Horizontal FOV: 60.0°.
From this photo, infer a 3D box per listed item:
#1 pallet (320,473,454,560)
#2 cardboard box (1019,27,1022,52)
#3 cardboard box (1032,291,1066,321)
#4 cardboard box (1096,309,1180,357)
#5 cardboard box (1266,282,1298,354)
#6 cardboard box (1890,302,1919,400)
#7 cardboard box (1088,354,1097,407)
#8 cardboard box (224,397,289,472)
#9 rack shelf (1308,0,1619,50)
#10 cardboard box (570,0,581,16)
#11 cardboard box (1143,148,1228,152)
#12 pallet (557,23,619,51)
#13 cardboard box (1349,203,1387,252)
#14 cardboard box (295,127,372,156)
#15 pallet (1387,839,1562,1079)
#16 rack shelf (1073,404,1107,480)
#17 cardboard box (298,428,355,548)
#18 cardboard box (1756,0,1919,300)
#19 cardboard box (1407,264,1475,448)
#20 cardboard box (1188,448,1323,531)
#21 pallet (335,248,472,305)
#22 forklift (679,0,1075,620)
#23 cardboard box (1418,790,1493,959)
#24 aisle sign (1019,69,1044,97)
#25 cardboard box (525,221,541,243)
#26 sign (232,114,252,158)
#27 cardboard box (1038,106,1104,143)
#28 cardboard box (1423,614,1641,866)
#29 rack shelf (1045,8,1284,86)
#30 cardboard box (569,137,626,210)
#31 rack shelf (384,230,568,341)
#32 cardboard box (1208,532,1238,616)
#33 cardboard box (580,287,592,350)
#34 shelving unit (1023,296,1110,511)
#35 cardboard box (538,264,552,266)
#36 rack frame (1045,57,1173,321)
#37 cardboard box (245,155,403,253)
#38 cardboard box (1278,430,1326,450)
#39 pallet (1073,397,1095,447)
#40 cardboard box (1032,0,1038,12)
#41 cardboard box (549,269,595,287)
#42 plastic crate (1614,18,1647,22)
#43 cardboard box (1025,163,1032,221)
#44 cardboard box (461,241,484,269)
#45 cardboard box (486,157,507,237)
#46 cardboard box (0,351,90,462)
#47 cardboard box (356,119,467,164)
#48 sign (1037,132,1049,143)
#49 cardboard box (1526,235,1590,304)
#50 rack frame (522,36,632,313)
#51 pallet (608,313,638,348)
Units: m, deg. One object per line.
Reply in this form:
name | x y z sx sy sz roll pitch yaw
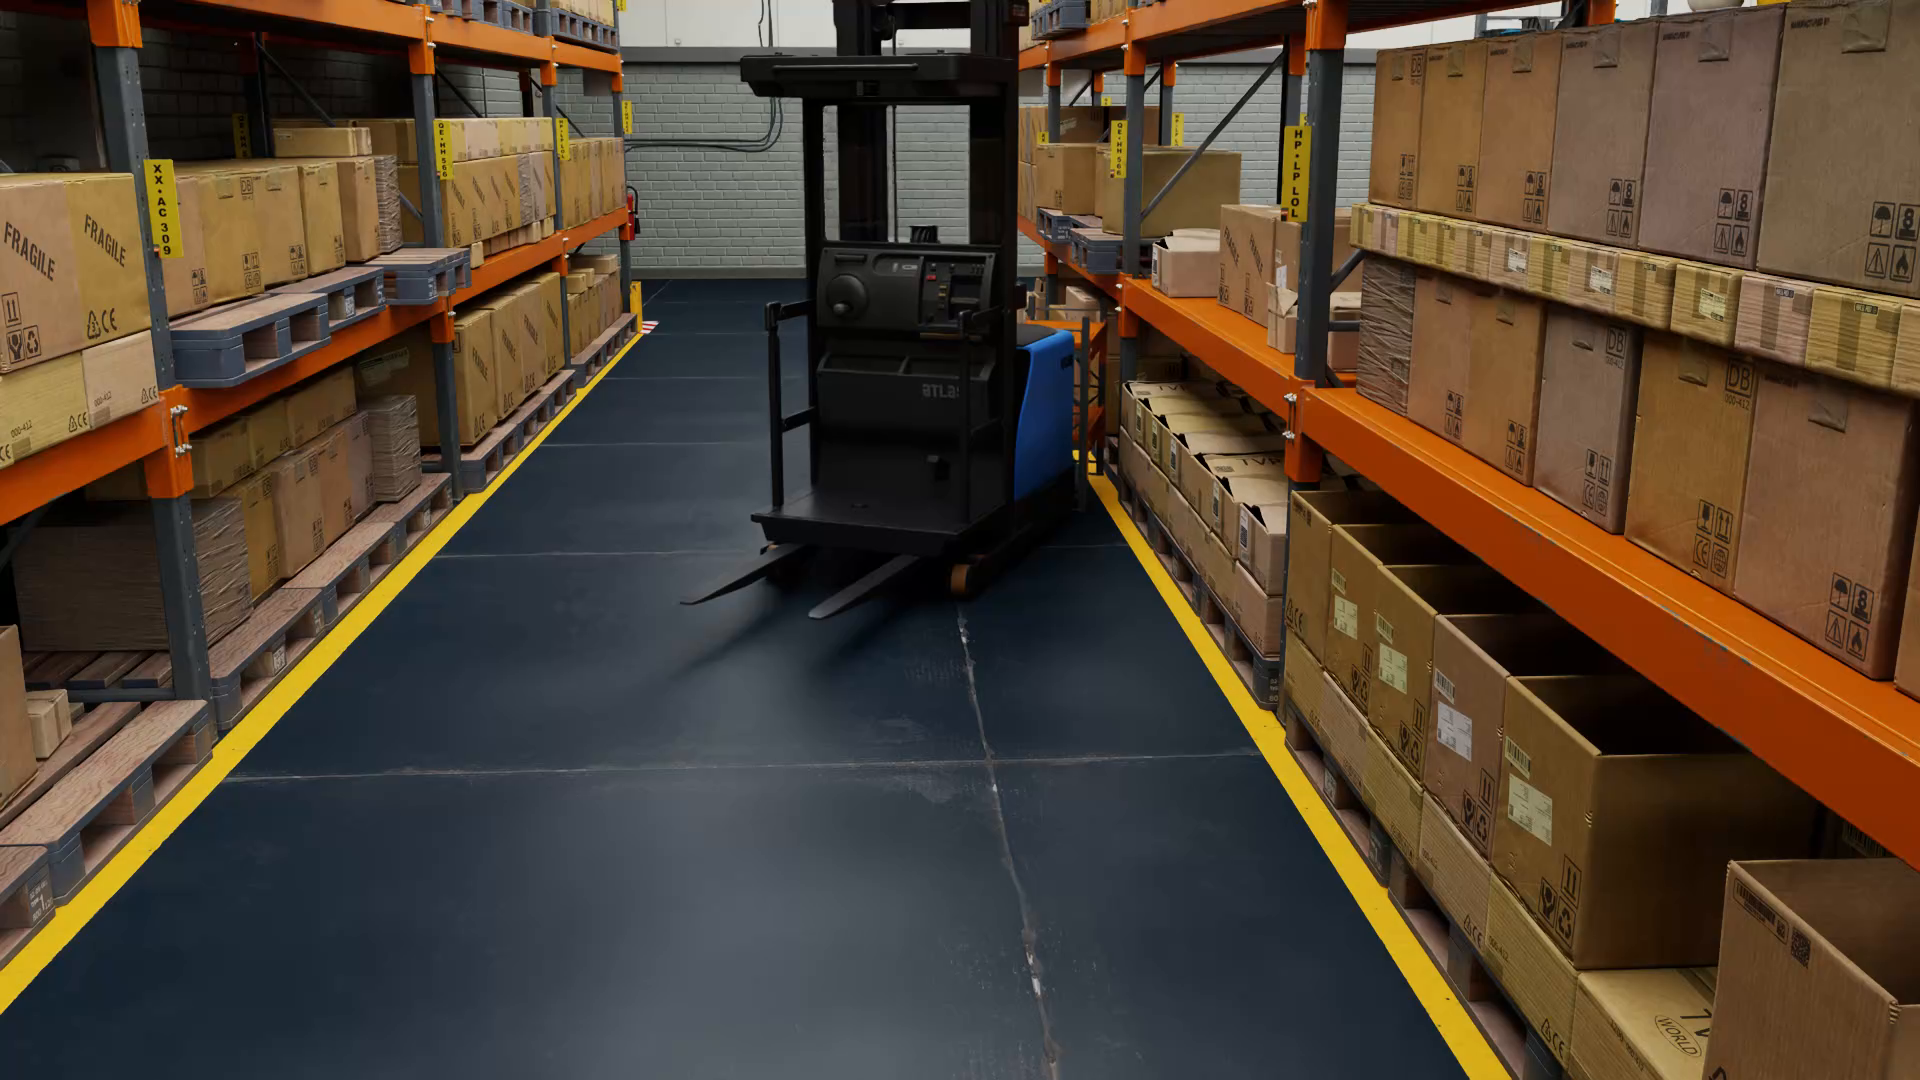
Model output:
pallet | -3.430 -0.136 9.130 1.003 0.211 1.213 -1 14 -3
cardboard box | 0.800 -4.747 15.738 0.500 0.250 0.500 -1 14 -3
cardboard box | 0.901 -1.893 14.496 0.500 0.500 0.500 -1 14 -3
cardboard box | 1.167 -1.367 10.946 0.500 0.250 0.500 0 14 -1
cardboard box | 1.477 -0.914 6.828 0.396 0.266 0.258 -1 14 -5
cardboard box | 1.732 -0.288 2.624 0.380 0.149 0.250 -1 14 -2
cardboard box | 1.143 -1.118 11.486 0.500 0.500 0.500 -1 14 -5
cardboard box | -3.358 -0.473 7.474 0.500 0.250 0.500 -1 14 -5
rack shelf | 1.839 -1.370 3.755 1.077 0.370 4.000 -1 14 -3
cardboard box | -3.521 -4.610 14.162 0.500 0.250 0.500 -1 14 -5
cardboard box | 1.450 -2.395 11.272 0.700 0.500 0.500 2 15 7
pallet | -3.916 -4.896 16.192 1.003 0.211 1.213 -1 14 -3
cardboard box | 1.539 -1.056 5.608 0.380 0.149 0.250 -1 14 -4
cardboard box | -3.425 -2.171 9.059 0.380 0.149 0.250 -3 15 -11
pallet | 1.801 1.090 4.367 1.003 0.211 1.213 -1 14 -3
rack shelf | 0.579 -0.619 10.150 0.538 0.278 1.000 3 15 10
cardboard box | -3.405 -0.252 8.119 0.700 0.500 0.500 -1 14 -4
cardboard box | 1.906 -0.705 2.943 0.700 0.500 0.500 -1 14 -5
cardboard box | 1.788 -0.570 5.022 0.700 0.500 0.500 -1 14 -4
cardboard box | 1.337 -0.256 7.552 0.500 0.311 0.500 -1 14 -4
pallet | -3.326 -1.412 8.880 1.213 0.211 1.003 -1 14 -3
forklift | -0.347 -1.260 8.042 1.130 2.935 3.031 5 15 20
cardboard box | 1.530 0.858 4.346 0.500 0.250 0.500 -1 14 -3
aisle sign | 0.674 -5.019 17.296 0.394 0.787 0.004 -1 14 -3
cardboard box | -3.336 -2.291 12.376 0.380 0.149 0.250 -1 14 -3
sign | -4.030 -2.232 9.358 0.100 0.325 0.005 -1 14 -3
cardboard box | 0.930 -3.407 14.042 0.500 0.500 0.500 -1 14 -3
cardboard box | 1.527 0.495 4.253 0.500 0.500 0.500 -1 14 -3
rack shelf | 1.343 -3.360 11.488 1.077 0.370 4.000 -1 14 -3
cardboard box | -3.931 -3.689 16.741 0.980 0.700 0.700 0 14 -1
rack shelf | -3.600 -1.830 11.561 1.077 0.370 4.000 -1 14 -3
cardboard box | 1.371 0.141 7.136 0.500 0.250 0.500 -1 14 -4
cardboard box | -3.696 -1.981 14.879 0.700 0.500 0.500 -1 14 -4
shelving unit | 0.580 -0.856 10.089 0.538 1.125 1.048 3 15 10
cardboard box | -3.956 -2.517 15.662 0.380 0.149 0.250 -1 14 -3
rack frame | 1.220 -2.753 13.706 1.000 3.000 0.127 -1 14 -3
cardboard box | -3.437 -1.825 9.017 0.700 0.500 0.500 -3 15 -10
cardboard box | 1.842 -0.395 8.094 0.500 0.311 0.500 0 14 -2
pallet | 1.386 -0.896 12.087 1.003 0.211 1.213 -1 14 -3
cardboard box | 0.891 -4.616 14.225 0.500 0.250 0.500 -1 14 -3
cardboard box | -3.540 -2.388 15.159 0.380 0.149 0.250 -1 14 -5
plastic crate | 5.789 -4.421 14.507 0.416 0.233 0.300 -1 14 -3
cardboard box | 0.865 -3.177 15.156 0.500 0.500 0.500 -1 14 -2
cardboard box | -3.205 -1.784 10.405 0.380 0.149 0.250 0 14 -2
cardboard box | -3.304 -2.261 10.958 0.500 0.500 0.500 -1 14 -4
cardboard box | -2.874 -0.386 4.766 0.500 0.250 0.500 -1 14 -3
cardboard box | -3.249 -2.370 9.875 0.500 0.250 0.500 -1 14 -2
sign | 0.678 -3.162 13.558 0.100 0.325 0.005 -1 14 -3
cardboard box | 1.638 -0.671 4.111 0.380 0.149 0.250 -1 14 -4
rack frame | -3.972 -3.670 17.271 1.000 3.000 0.127 -1 14 -3
pallet | -3.845 -2.122 16.850 1.003 0.211 1.213 -1 14 -3
